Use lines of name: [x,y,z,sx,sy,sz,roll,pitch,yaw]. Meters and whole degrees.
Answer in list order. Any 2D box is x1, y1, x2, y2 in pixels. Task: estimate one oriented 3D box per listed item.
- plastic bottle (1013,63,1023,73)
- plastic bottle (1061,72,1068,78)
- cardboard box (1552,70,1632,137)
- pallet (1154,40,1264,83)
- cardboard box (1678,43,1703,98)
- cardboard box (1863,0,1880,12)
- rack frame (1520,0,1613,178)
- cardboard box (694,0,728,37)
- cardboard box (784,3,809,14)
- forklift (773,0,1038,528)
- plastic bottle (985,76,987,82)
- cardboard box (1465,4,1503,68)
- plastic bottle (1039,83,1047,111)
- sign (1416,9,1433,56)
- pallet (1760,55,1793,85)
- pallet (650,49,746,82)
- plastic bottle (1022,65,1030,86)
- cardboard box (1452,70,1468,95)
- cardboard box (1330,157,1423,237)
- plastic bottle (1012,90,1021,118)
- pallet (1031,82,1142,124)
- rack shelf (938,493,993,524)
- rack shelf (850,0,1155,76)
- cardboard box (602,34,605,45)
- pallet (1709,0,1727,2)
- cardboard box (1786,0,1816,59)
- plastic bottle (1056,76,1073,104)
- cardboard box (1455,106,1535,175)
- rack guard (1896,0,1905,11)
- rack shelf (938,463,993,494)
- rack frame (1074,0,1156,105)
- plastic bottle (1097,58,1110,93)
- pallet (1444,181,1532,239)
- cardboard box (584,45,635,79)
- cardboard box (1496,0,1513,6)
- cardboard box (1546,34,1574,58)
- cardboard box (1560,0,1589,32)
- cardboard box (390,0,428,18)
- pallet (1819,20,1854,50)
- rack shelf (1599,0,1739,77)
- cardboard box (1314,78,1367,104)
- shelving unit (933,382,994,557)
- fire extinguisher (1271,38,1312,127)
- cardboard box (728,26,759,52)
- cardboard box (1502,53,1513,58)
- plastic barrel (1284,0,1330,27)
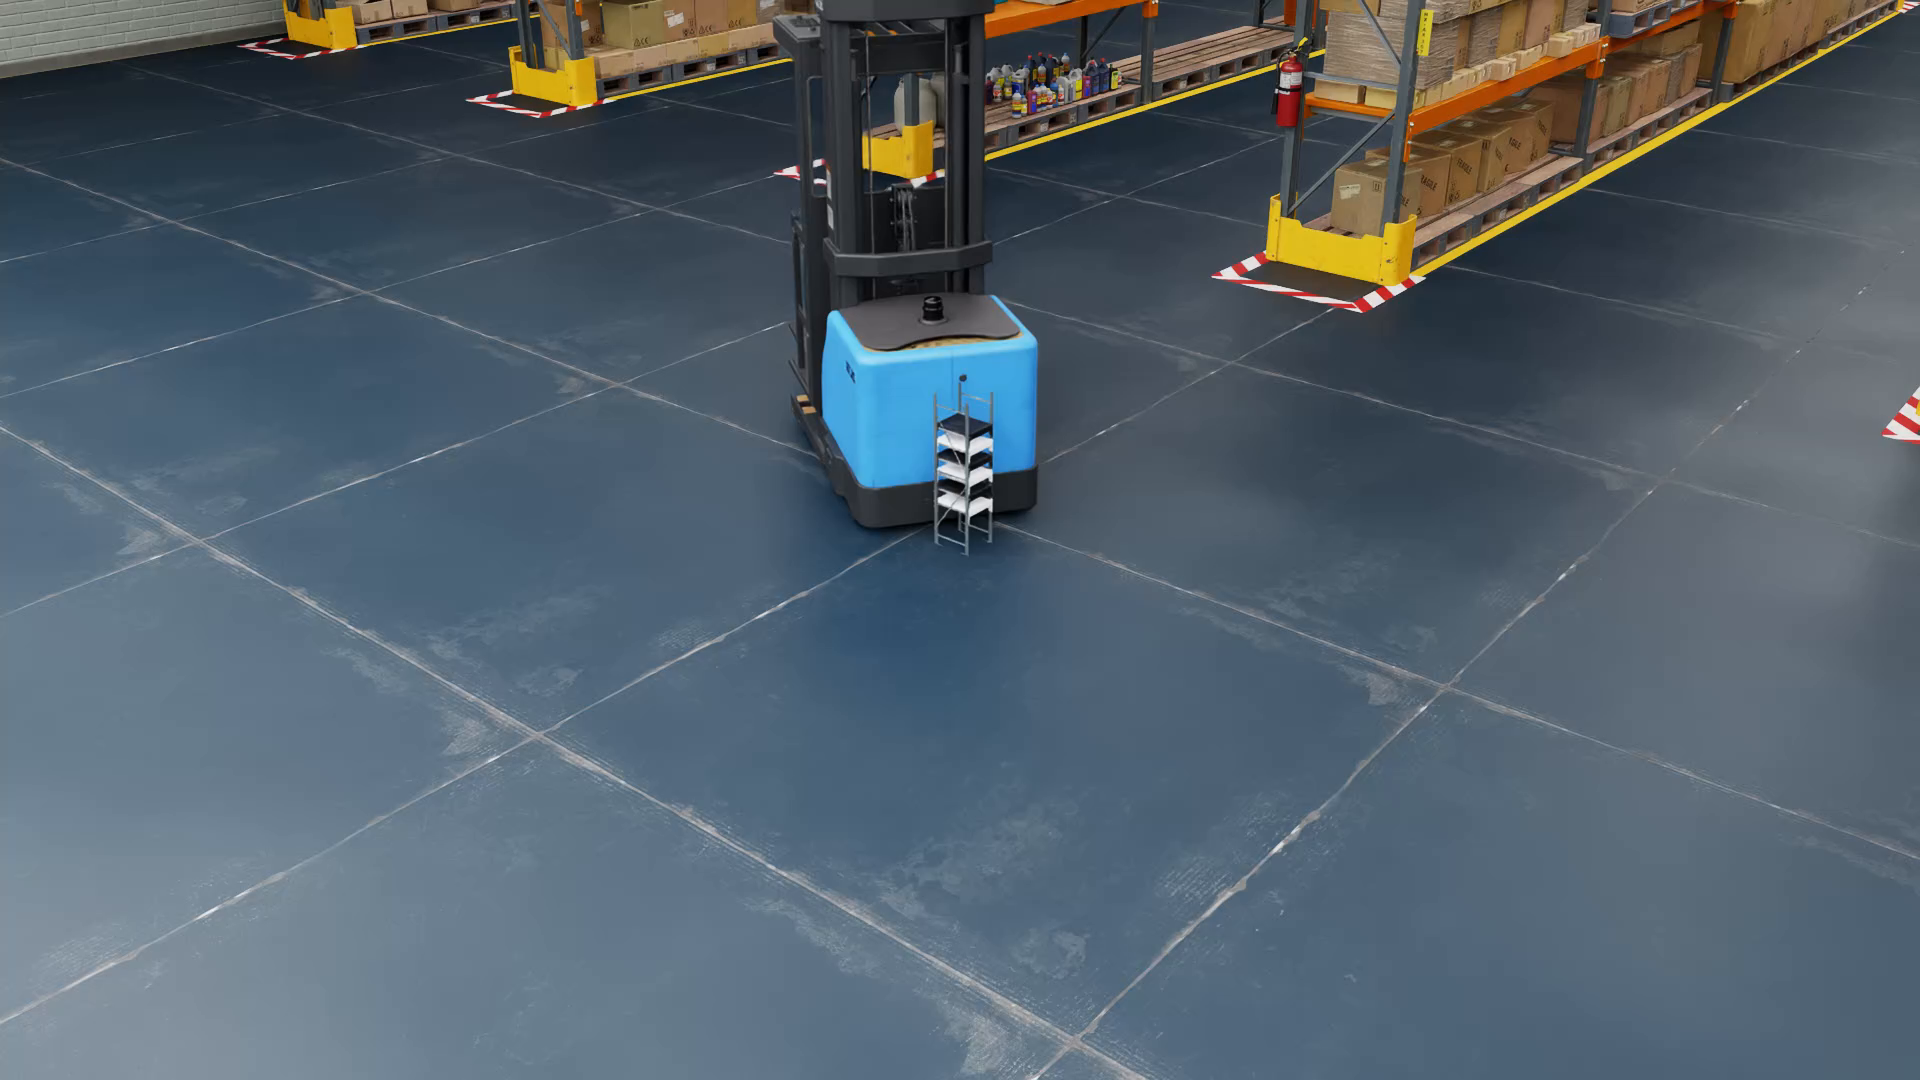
plastic bottle: [0.646,-5.103,18.328,0.061,0.283,0.133,23,35,37]
plastic bottle: [1.127,-4.907,17.949,0.061,0.283,0.133,21,34,34]
cardboard box: [6.284,-4.405,16.743,0.700,0.500,0.500,21,34,34]
pallet: [2.983,-5.878,20.384,1.003,0.211,1.213,21,34,34]
cardboard box: [7.693,-5.205,18.289,0.700,0.500,0.500,19,33,32]
cardboard box: [12.268,-7.870,23.053,0.875,0.875,0.875,21,34,34]
rack frame: [5.559,-4.945,15.545,1.000,3.000,0.127,21,34,34]
cardboard box: [-3.158,-6.378,20.034,0.500,0.500,0.500,21,34,34]
cardboard box: [-2.042,-7.039,22.127,0.500,0.250,0.500,20,34,34]
forklift: [-0.460,-2.029,9.981,1.130,2.935,3.031,-8,28,-14]
plastic bottle: [0.204,-4.821,17.790,0.152,0.276,0.135,21,34,35]
cardboard box: [3.963,-4.267,13.802,0.875,0.500,0.500,21,34,34]
plastic bottle: [0.868,-4.667,17.497,0.097,0.271,0.097,0,27,0]
sign: [3.434,-3.753,12.298,0.100,0.325,0.005,21,34,34]
pallet: [9.439,-5.813,20.257,1.003,0.211,1.213,21,34,34]
pallet: [-3.396,-5.899,20.423,1.003,0.211,1.213,21,34,34]
plastic bottle: [0.719,-5.081,18.299,0.097,0.271,0.097,0,27,0]
cardboard box: [3.868,-3.709,13.428,0.380,0.149,0.250,21,34,34]
cardboard box: [3.425,-2.820,13.700,0.500,0.500,0.500,-21,34,-35]
plastic bottle: [0.587,-4.510,17.194,0.097,0.271,0.097,0,27,0]
pallet: [1.278,-4.928,18.547,1.003,0.211,1.213,21,34,34]
rack shelf: [0.019,-0.191,9.104,0.258,0.077,0.200,21,34,35]
rack shelf: [0.465,-5.364,17.137,1.077,0.370,4.000,21,34,34]
cardboard box: [-4.205,-5.846,19.822,0.500,0.250,0.500,21,34,34]
pallet: [7.732,-5.994,17.782,1.213,0.211,1.003,21,34,34]
cardboard box: [9.688,-6.475,20.356,1.225,0.875,0.875,19,33,33]
plastic bottle: [1.116,-4.827,17.801,0.152,0.276,0.135,21,34,35]
cardboard box: [4.915,-3.686,15.374,0.500,0.500,0.500,-16,31,-28]
rack guard: [13.207,-8.098,24.360,1.175,0.500,0.348,21,34,34]
rack shelf: [0.019,-0.351,9.021,0.258,0.077,0.200,21,34,35]
rack frame: [1.737,-6.393,18.343,1.000,3.000,0.127,21,34,34]
plastic bottle: [1.550,-5.099,18.246,0.144,0.351,0.185,20,33,33]
pallet: [4.384,-3.024,14.865,1.003,0.211,1.213,21,34,34]
cardboard box: [-4.114,-5.514,19.179,0.500,0.250,0.500,21,34,34]
cardboard box: [4.215,-4.616,13.387,0.500,0.500,0.500,21,34,34]
cardboard box: [5.205,-4.393,14.751,0.380,0.149,0.250,21,34,34]
cardboard box: [5.225,-4.980,15.180,0.875,0.500,0.500,21,34,34]
cardboard box: [-7.579,-7.292,22.529,0.500,0.311,0.500,24,36,38]
pallet: [11.192,-6.790,22.145,1.003,0.211,1.213,21,34,34]
rack shelf: [6.831,-5.335,17.081,1.077,0.370,4.000,21,34,34]
cardboard box: [3.037,-3.577,13.173,0.380,0.149,0.250,21,34,34]
shelving unit: [0.019,-0.380,9.006,0.258,0.900,0.210,21,34,35]
fire extinguisher: [2.586,-3.587,13.003,0.296,0.674,0.183,21,34,34]
cardboard box: [-2.841,-6.223,20.550,0.500,0.250,0.500,21,34,34]
cardboard box: [4.466,-4.078,14.141,0.380,0.149,0.250,21,34,34]
plastic barrel: [4.580,-7.212,21.831,0.600,0.830,0.708,21,34,34]
